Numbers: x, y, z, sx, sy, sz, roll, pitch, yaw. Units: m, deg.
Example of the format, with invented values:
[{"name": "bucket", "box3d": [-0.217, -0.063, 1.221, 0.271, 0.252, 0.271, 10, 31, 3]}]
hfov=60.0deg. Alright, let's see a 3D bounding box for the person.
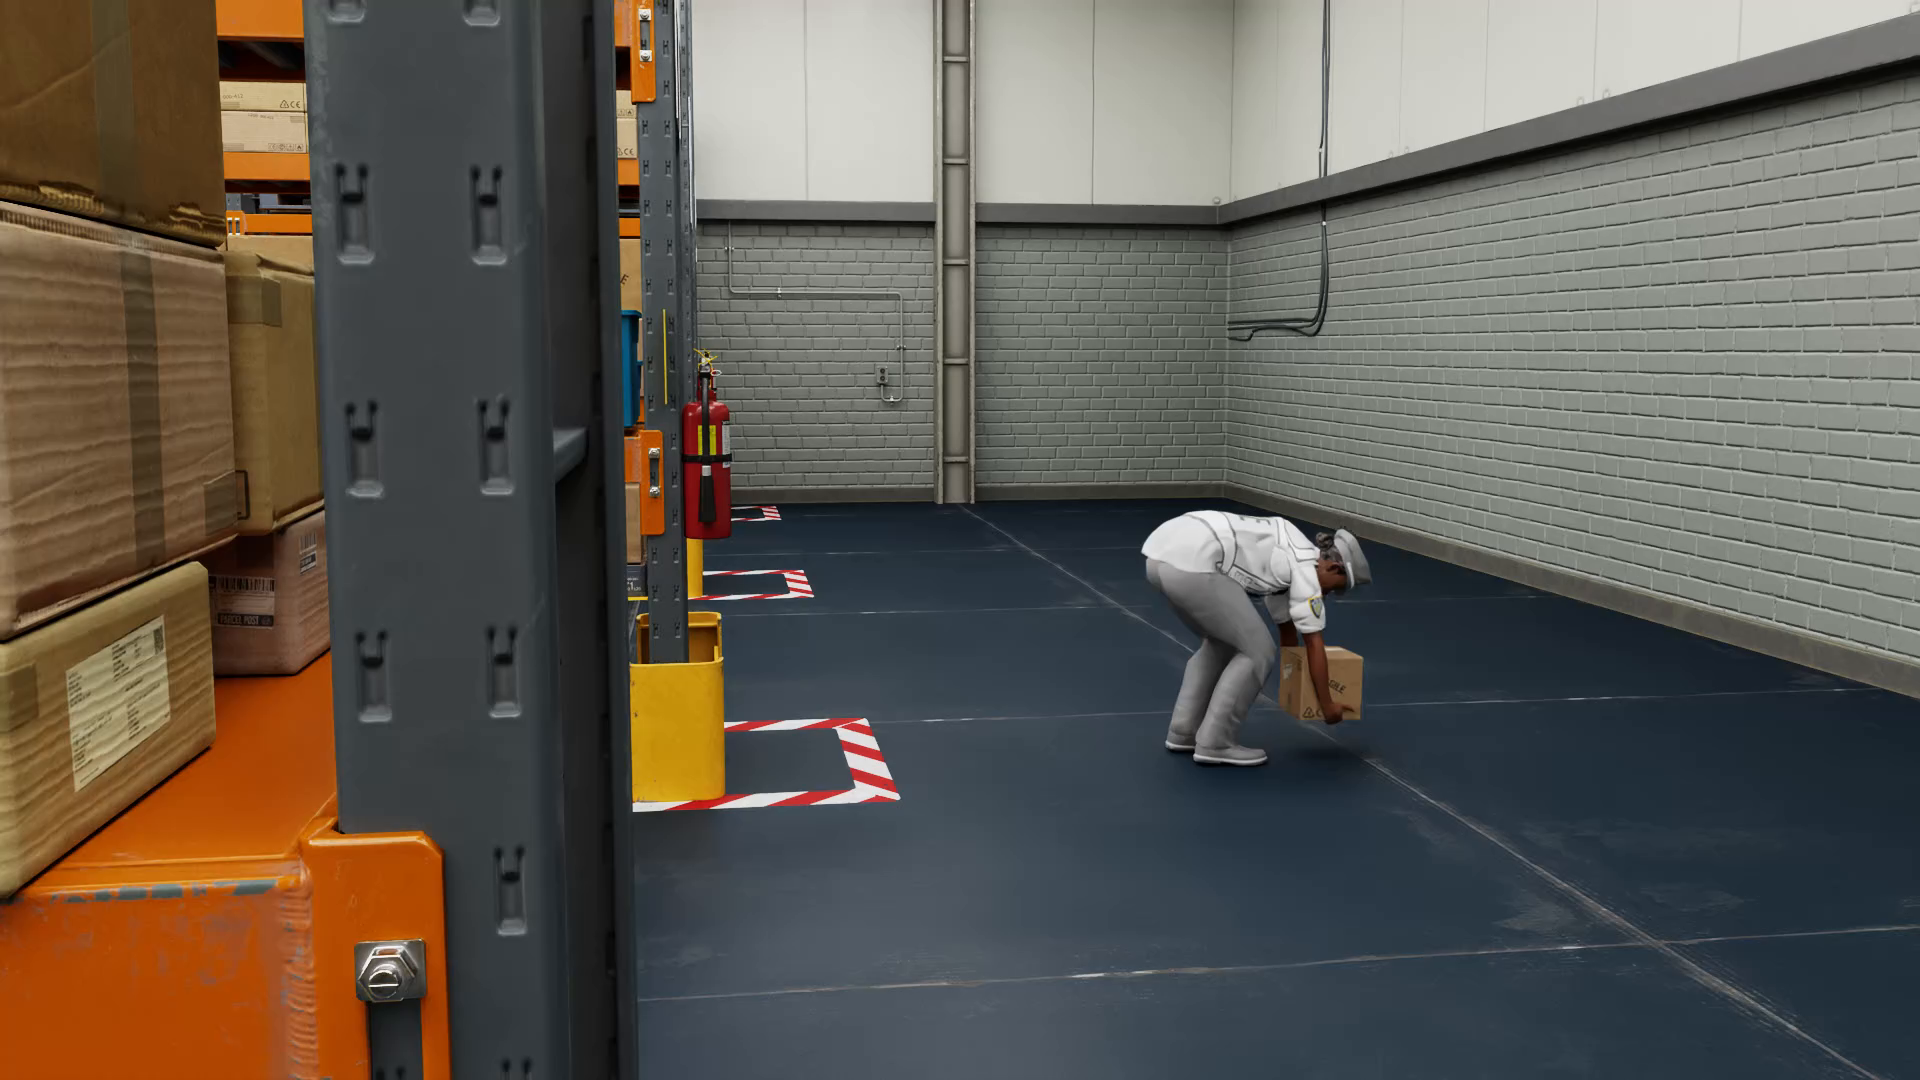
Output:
[{"name": "person", "box3d": [1.177, 0.372, 6.582, 0.927, 0.987, 0.444, -1, 7, -11]}]
